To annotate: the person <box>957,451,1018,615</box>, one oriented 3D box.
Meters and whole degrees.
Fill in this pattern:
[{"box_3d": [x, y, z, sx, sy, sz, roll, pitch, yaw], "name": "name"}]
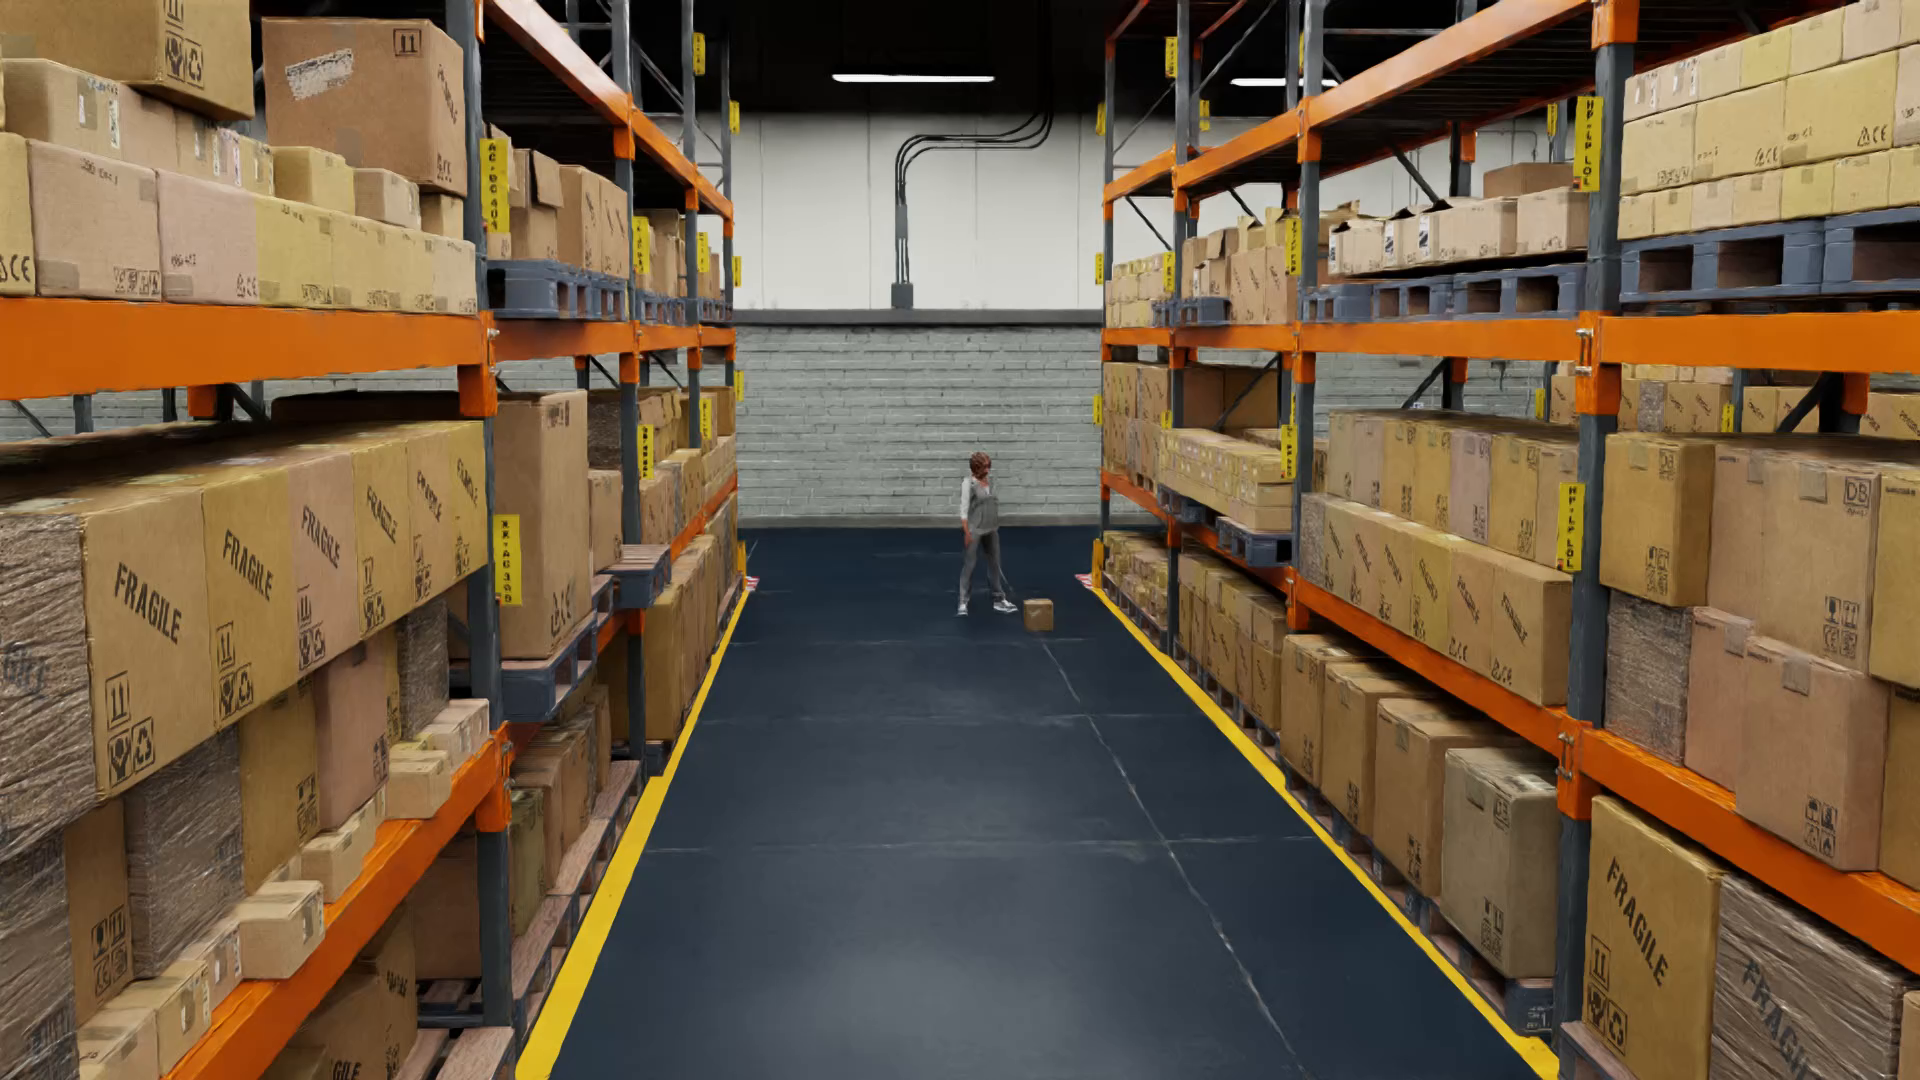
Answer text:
[{"box_3d": [0.226, -0.071, 16.221, 0.579, 1.592, 0.437, -6, 10, -42], "name": "person"}]
